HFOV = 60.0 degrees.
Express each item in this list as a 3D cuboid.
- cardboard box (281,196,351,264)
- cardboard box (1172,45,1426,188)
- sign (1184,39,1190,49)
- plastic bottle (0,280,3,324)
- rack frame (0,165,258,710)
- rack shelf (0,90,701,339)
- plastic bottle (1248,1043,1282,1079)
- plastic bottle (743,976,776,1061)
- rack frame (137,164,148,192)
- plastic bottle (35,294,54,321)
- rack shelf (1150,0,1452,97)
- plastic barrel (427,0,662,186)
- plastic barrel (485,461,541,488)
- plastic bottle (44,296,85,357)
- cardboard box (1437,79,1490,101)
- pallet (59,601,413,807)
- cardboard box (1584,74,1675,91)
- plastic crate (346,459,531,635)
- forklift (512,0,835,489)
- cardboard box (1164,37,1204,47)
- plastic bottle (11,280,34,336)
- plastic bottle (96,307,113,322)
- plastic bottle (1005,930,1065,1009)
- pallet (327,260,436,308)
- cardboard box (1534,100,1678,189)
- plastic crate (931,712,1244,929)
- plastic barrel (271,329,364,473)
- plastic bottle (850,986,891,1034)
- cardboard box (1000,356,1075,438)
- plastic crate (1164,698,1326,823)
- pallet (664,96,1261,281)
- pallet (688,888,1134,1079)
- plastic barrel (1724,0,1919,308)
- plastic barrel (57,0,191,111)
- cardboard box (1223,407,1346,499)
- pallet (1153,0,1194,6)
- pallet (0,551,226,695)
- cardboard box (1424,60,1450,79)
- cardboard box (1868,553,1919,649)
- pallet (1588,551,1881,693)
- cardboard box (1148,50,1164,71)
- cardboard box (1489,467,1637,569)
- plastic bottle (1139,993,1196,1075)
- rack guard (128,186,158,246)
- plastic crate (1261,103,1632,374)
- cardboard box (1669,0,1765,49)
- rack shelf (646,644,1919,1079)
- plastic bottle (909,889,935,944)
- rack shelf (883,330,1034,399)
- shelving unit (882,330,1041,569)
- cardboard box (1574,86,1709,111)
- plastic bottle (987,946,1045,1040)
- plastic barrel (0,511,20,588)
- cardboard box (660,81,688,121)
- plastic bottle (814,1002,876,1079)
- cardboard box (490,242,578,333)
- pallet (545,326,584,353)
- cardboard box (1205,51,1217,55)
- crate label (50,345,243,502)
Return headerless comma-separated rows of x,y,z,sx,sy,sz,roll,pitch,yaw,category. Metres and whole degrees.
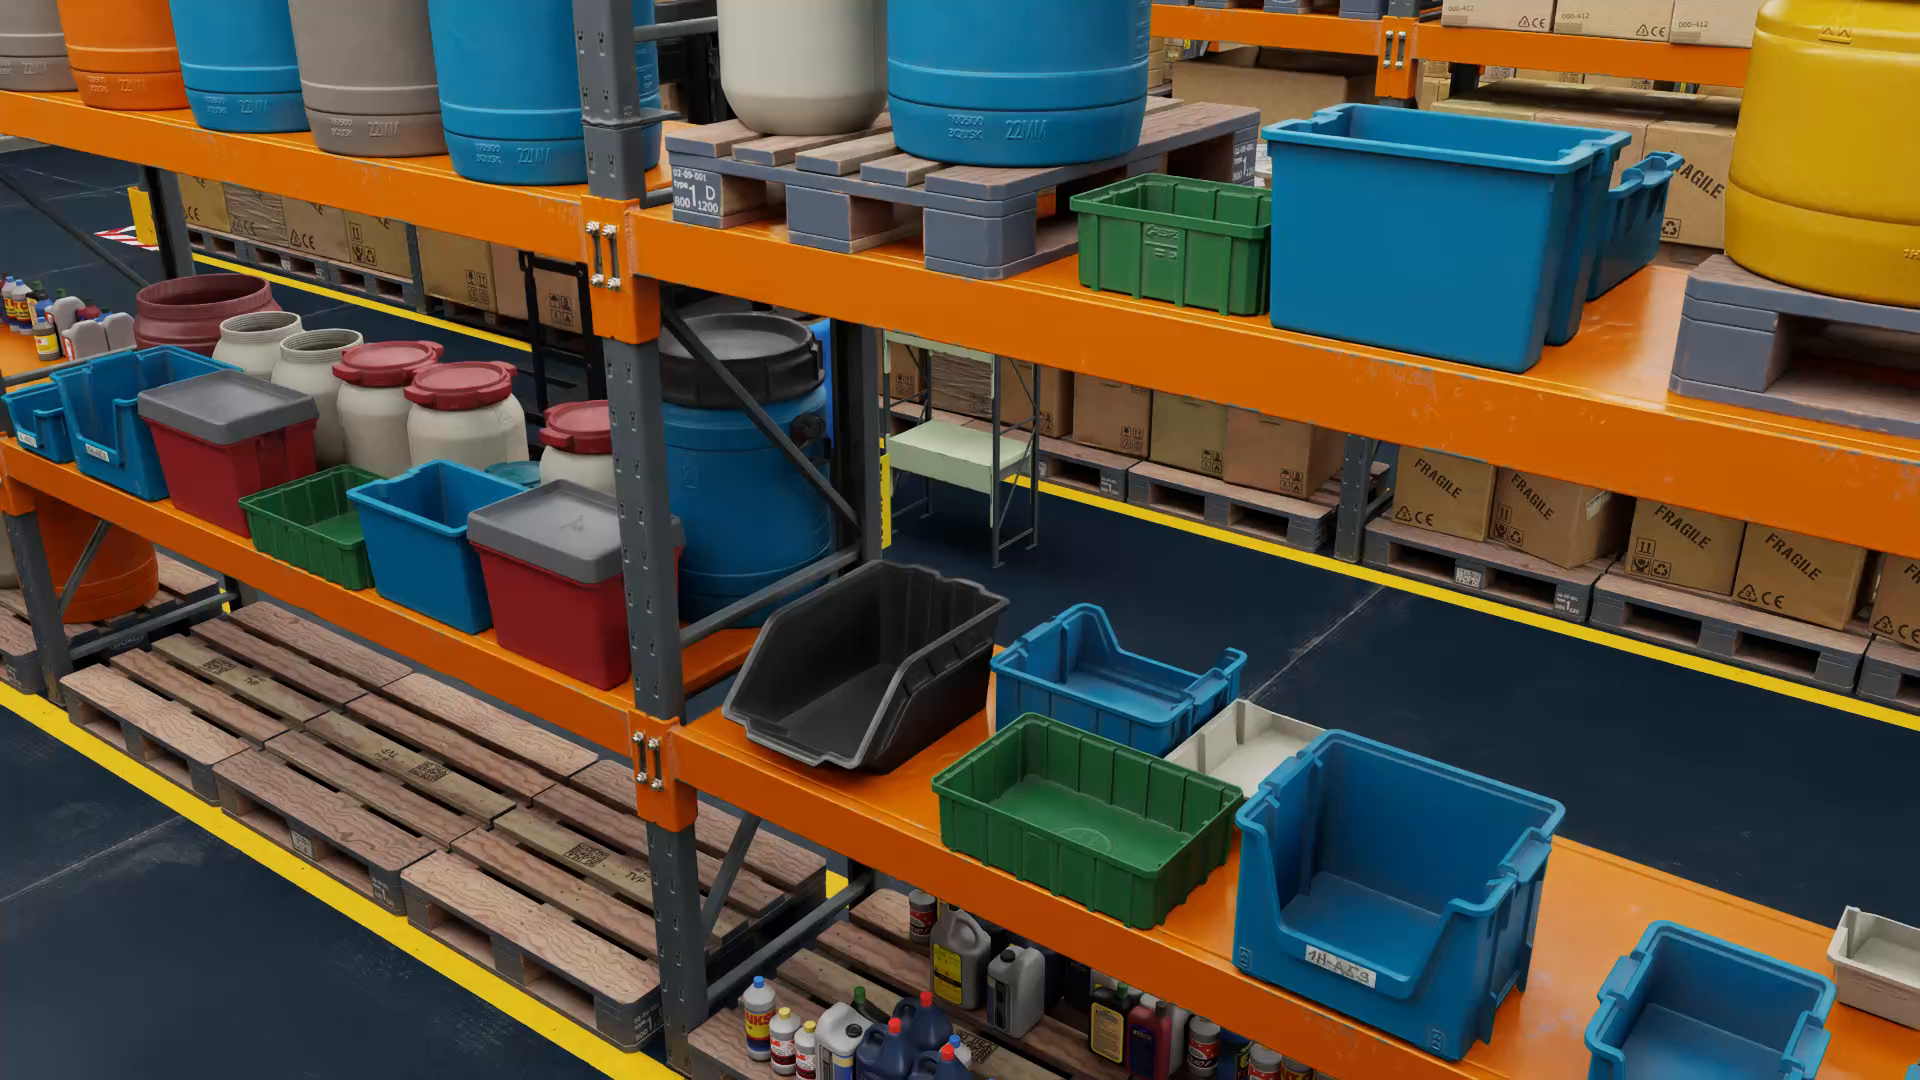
-5.232,-2.971,14.388,0.875,0.875,0.875,17,29,33,cardboard box
1.818,-2.118,9.072,1.000,1.000,1.000,17,29,34,cardboard box
1.907,-4.273,13.890,0.005,0.325,0.100,17,29,33,sign
-4.954,-1.249,8.525,0.097,0.271,0.097,0,24,0,plastic bottle
-3.802,-0.783,7.307,0.127,3.000,1.000,17,29,33,rack frame
-2.201,-1.343,5.750,4.000,0.370,1.077,17,29,33,rack shelf
0.903,1.561,4.913,0.097,0.201,0.097,0,24,0,plastic bottle
-0.609,1.450,5.077,0.097,0.271,0.097,0,24,0,plastic bottle
-7.233,-4.316,15.325,0.127,3.000,1.000,17,29,33,rack frame
-4.437,-1.062,8.100,0.097,0.271,0.097,0,24,0,plastic bottle
0.769,-2.941,9.376,4.000,0.370,1.077,17,29,33,rack shelf
-1.138,-1.471,4.526,0.708,0.901,0.600,17,29,33,plastic barrel
-1.568,-0.122,5.978,0.301,0.262,0.301,0,24,0,plastic barrel
-4.324,-1.047,8.060,0.135,0.276,0.152,17,29,33,plastic bottle
4.039,-3.320,12.940,0.500,0.500,0.500,17,29,34,cardboard box
-3.205,0.693,7.416,1.213,0.211,1.003,17,29,33,pallet
5.025,-3.611,12.362,0.500,0.500,0.700,16,29,32,cardboard box
-1.670,0.025,5.493,0.575,0.384,0.392,17,29,33,plastic crate
-2.031,-1.890,9.904,3.031,2.935,1.130,16,28,32,forklift
1.967,-4.482,14.754,0.250,0.149,0.380,17,29,33,cardboard box
-4.692,-1.170,8.345,0.097,0.271,0.097,0,24,0,plastic bottle
-4.030,-0.970,7.891,0.097,0.271,0.097,0,24,0,plastic bottle
0.241,1.304,5.309,0.185,0.351,0.144,15,28,31,plastic bottle
-4.593,-2.281,14.166,1.213,0.211,1.003,17,29,33,pallet
2.978,-1.742,7.750,0.500,0.500,0.500,17,29,33,cardboard box
0.316,0.701,4.203,0.662,0.188,0.450,17,29,33,plastic crate
-2.513,-0.553,6.645,0.421,0.512,0.421,0,24,0,plastic barrel
-0.270,1.479,4.996,0.133,0.283,0.061,17,29,33,plastic bottle
0.626,-1.018,10.395,0.500,0.500,0.700,20,31,38,cardboard box
0.851,0.616,4.459,0.437,0.136,0.530,17,29,33,plastic crate
0.035,-0.959,4.221,1.003,0.211,1.213,17,29,33,pallet
-0.088,1.636,5.275,1.213,0.211,1.003,17,29,33,pallet
1.612,-0.734,2.722,0.600,0.588,0.600,0,24,0,plastic barrel
-2.751,-1.925,5.647,0.708,0.830,0.600,17,29,33,plastic barrel
1.891,-0.627,9.507,0.500,0.500,0.700,14,28,29,cardboard box
1.108,-3.134,9.155,1.003,0.211,1.213,17,29,33,pallet
-4.457,0.316,8.271,1.213,0.211,1.003,17,29,33,pallet
3.804,-3.980,13.198,0.500,0.500,0.700,16,29,33,cardboard box
4.582,0.215,7.621,0.500,0.500,0.500,-17,29,-34,cardboard box
3.909,0.308,8.289,1.213,0.211,1.003,17,29,33,pallet
1.556,-4.143,14.354,0.250,0.149,0.380,18,29,34,cardboard box
3.129,-0.216,8.600,0.500,0.500,0.500,-16,28,-31,cardboard box
0.627,1.457,5.055,0.135,0.276,0.152,17,29,34,plastic bottle
-7.252,-3.178,15.842,0.348,0.500,1.175,17,29,33,rack guard
0.894,-0.578,3.141,0.575,0.384,0.392,17,29,33,plastic crate
3.394,-2.276,7.162,0.500,0.250,0.500,16,28,31,cardboard box
1.000,0.997,4.159,4.000,0.370,1.077,17,29,33,rack shelf
-0.124,1.251,5.616,0.097,0.201,0.097,0,24,0,plastic bottle
0.005,-1.042,8.787,0.720,0.370,0.431,17,29,33,rack shelf
0.005,-0.685,8.944,0.755,1.500,0.431,17,29,33,shelving unit
3.296,-1.913,8.138,0.500,0.500,0.500,17,29,33,cardboard box
0.172,1.392,5.202,0.135,0.276,0.152,17,29,33,plastic bottle
-4.709,-0.057,8.224,0.421,0.512,0.421,0,24,0,plastic barrel
-1.926,-3.226,11.484,0.637,0.503,0.797,18,29,34,cardboard box
-0.334,1.517,4.919,0.135,0.276,0.152,18,30,35,plastic bottle
-2.792,-2.204,12.647,0.875,0.875,1.225,16,28,32,cardboard box
-2.389,-1.615,12.654,1.213,0.211,1.003,17,29,33,pallet
3.183,-5.426,19.958,0.875,0.875,0.875,18,29,35,cardboard box
-3.169,-0.472,6.557,0.616,0.435,0.502,17,29,33,crate label
